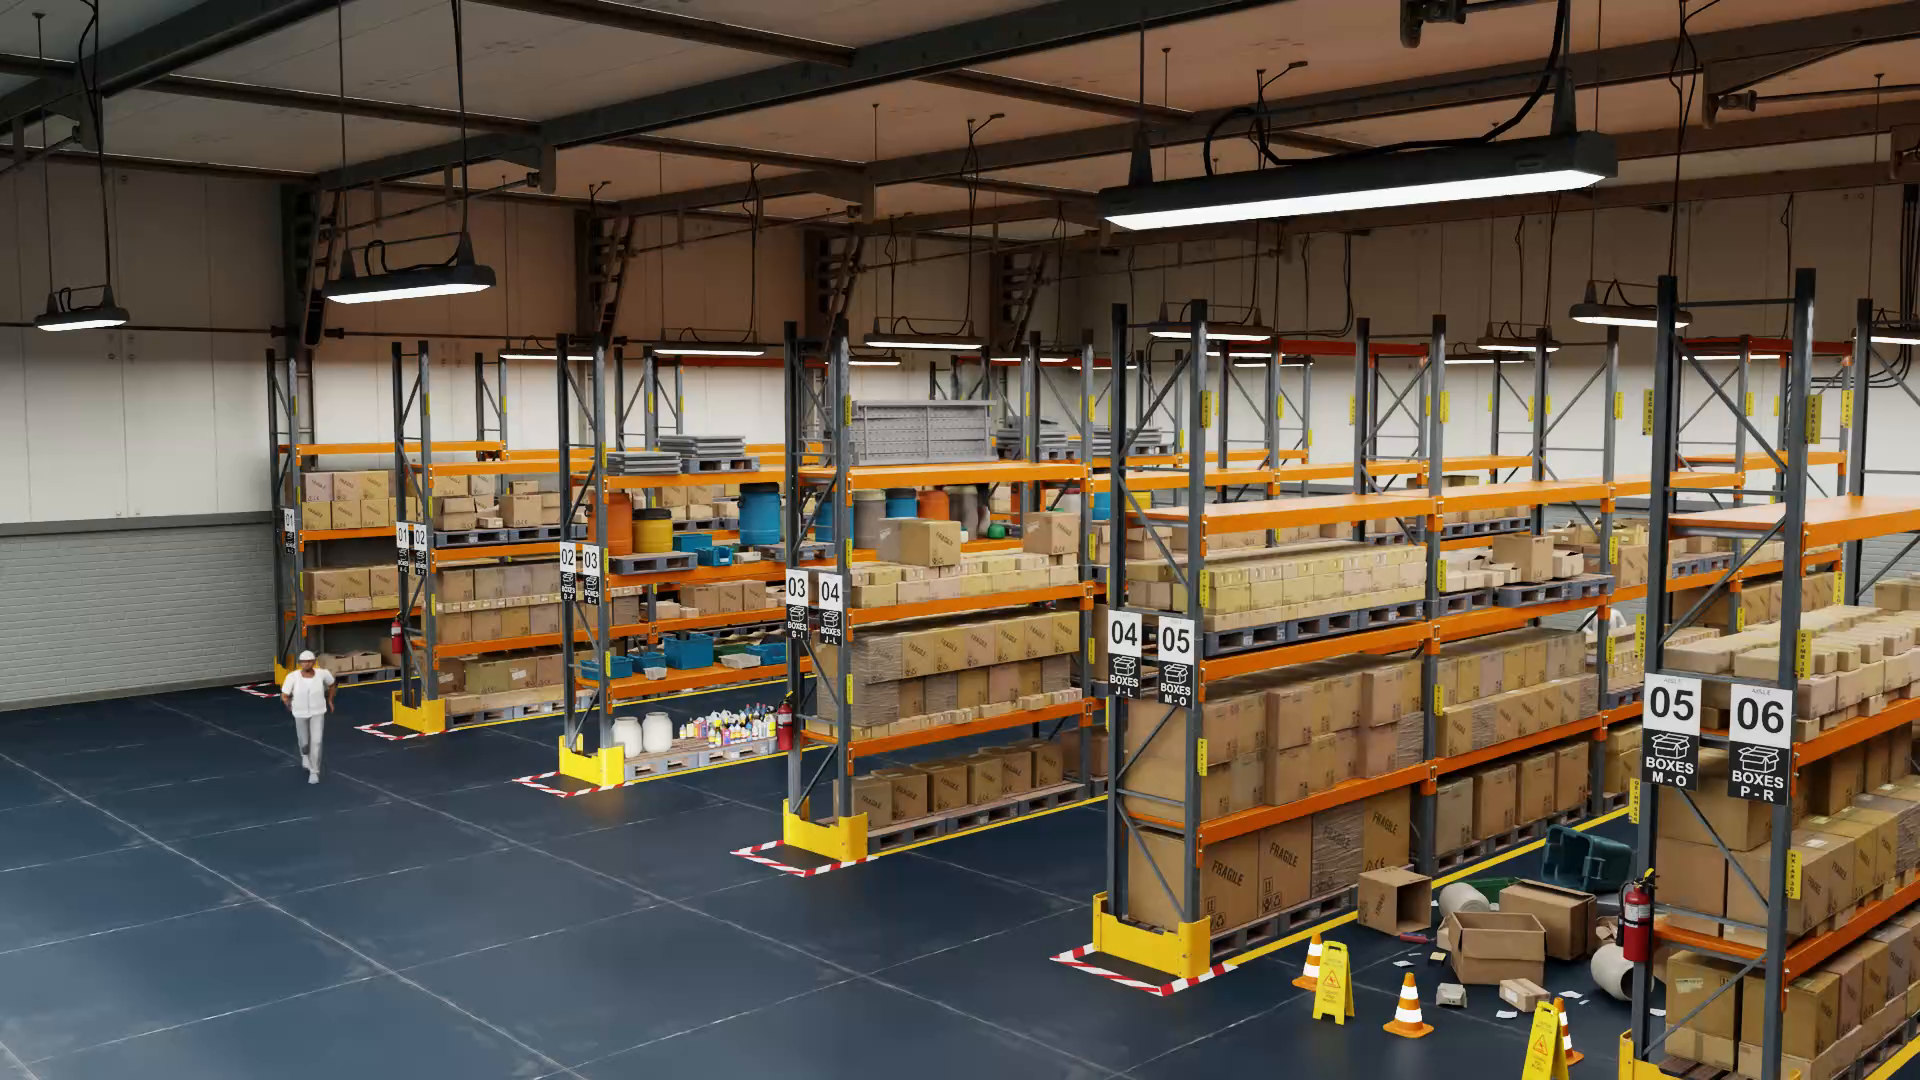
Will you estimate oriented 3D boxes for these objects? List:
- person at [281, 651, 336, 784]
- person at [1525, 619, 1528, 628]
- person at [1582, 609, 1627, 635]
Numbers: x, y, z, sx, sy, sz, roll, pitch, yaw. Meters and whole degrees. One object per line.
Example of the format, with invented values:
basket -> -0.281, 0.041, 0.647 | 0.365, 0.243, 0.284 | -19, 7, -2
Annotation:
person -> -8.777, 2.345, 22.433 | 0.682, 1.755, 0.954 | -2, 5, -19
person -> 9.157, 2.046, 26.677 | 0.495, 1.700, 0.832 | 3, 6, 35
person -> 11.177, 1.831, 28.796 | 0.726, 1.714, 0.682 | 0, 5, 5
